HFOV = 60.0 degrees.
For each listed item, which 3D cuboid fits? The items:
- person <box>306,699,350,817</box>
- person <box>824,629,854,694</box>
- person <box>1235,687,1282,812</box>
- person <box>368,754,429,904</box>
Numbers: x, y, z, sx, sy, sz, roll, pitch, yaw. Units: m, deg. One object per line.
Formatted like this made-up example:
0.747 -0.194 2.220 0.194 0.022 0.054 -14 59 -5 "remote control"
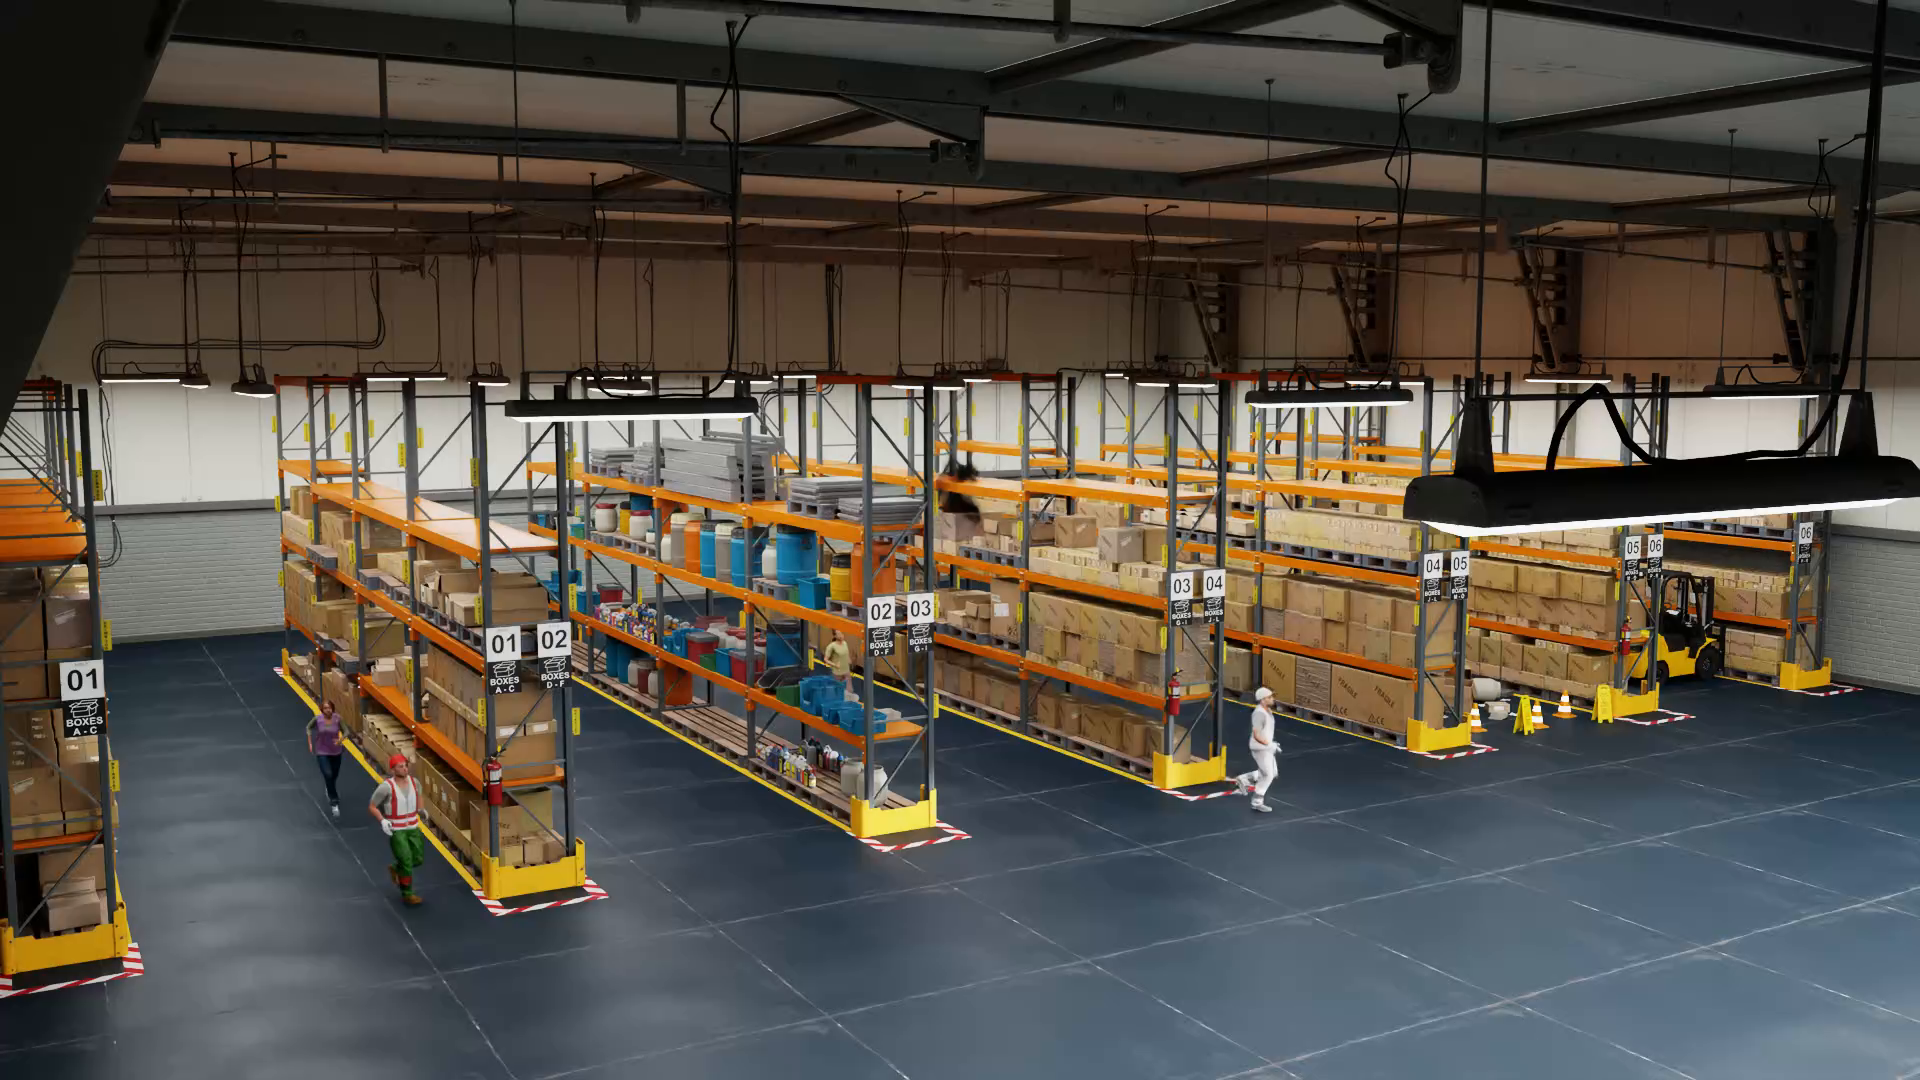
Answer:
-8.835 3.009 23.287 0.557 1.571 0.929 -3 7 -25 "person"
-2.085 2.325 28.964 0.593 1.635 0.894 -5 8 -39 "person"
4.195 2.921 23.326 0.673 1.749 0.687 2 7 19 "person"
-6.519 3.347 19.362 0.678 1.747 0.651 5 8 40 "person"
